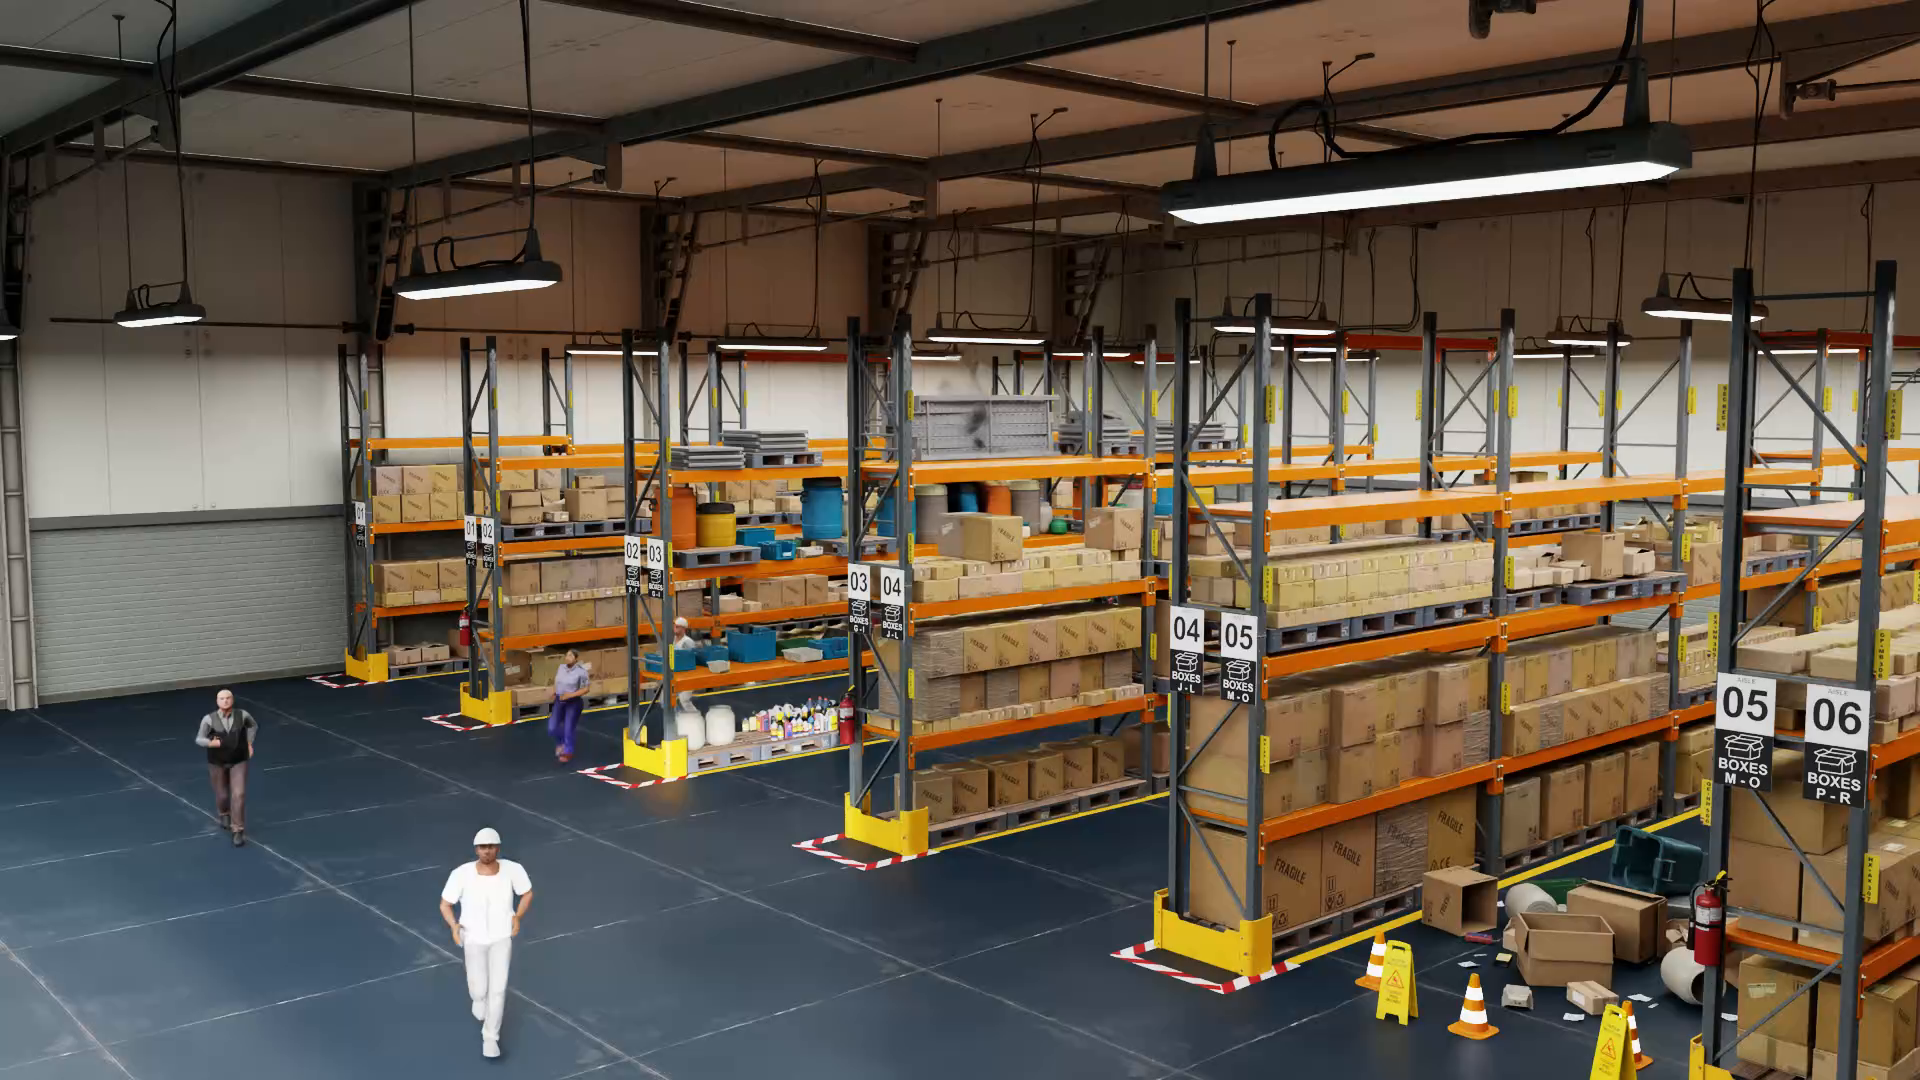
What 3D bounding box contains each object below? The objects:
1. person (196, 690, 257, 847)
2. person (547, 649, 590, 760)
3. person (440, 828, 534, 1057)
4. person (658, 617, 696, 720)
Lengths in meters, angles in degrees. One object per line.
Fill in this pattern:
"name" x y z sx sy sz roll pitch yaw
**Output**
"person" -8.395 2.576 19.076 0.657 1.726 0.949 -2 6 -25
"person" -5.433 2.303 23.154 0.612 1.585 0.521 1 5 15
"person" -3.716 3.125 13.118 0.718 1.733 0.782 -2 5 -18
"person" -4.213 2.049 24.840 0.639 1.792 0.692 4 6 37
